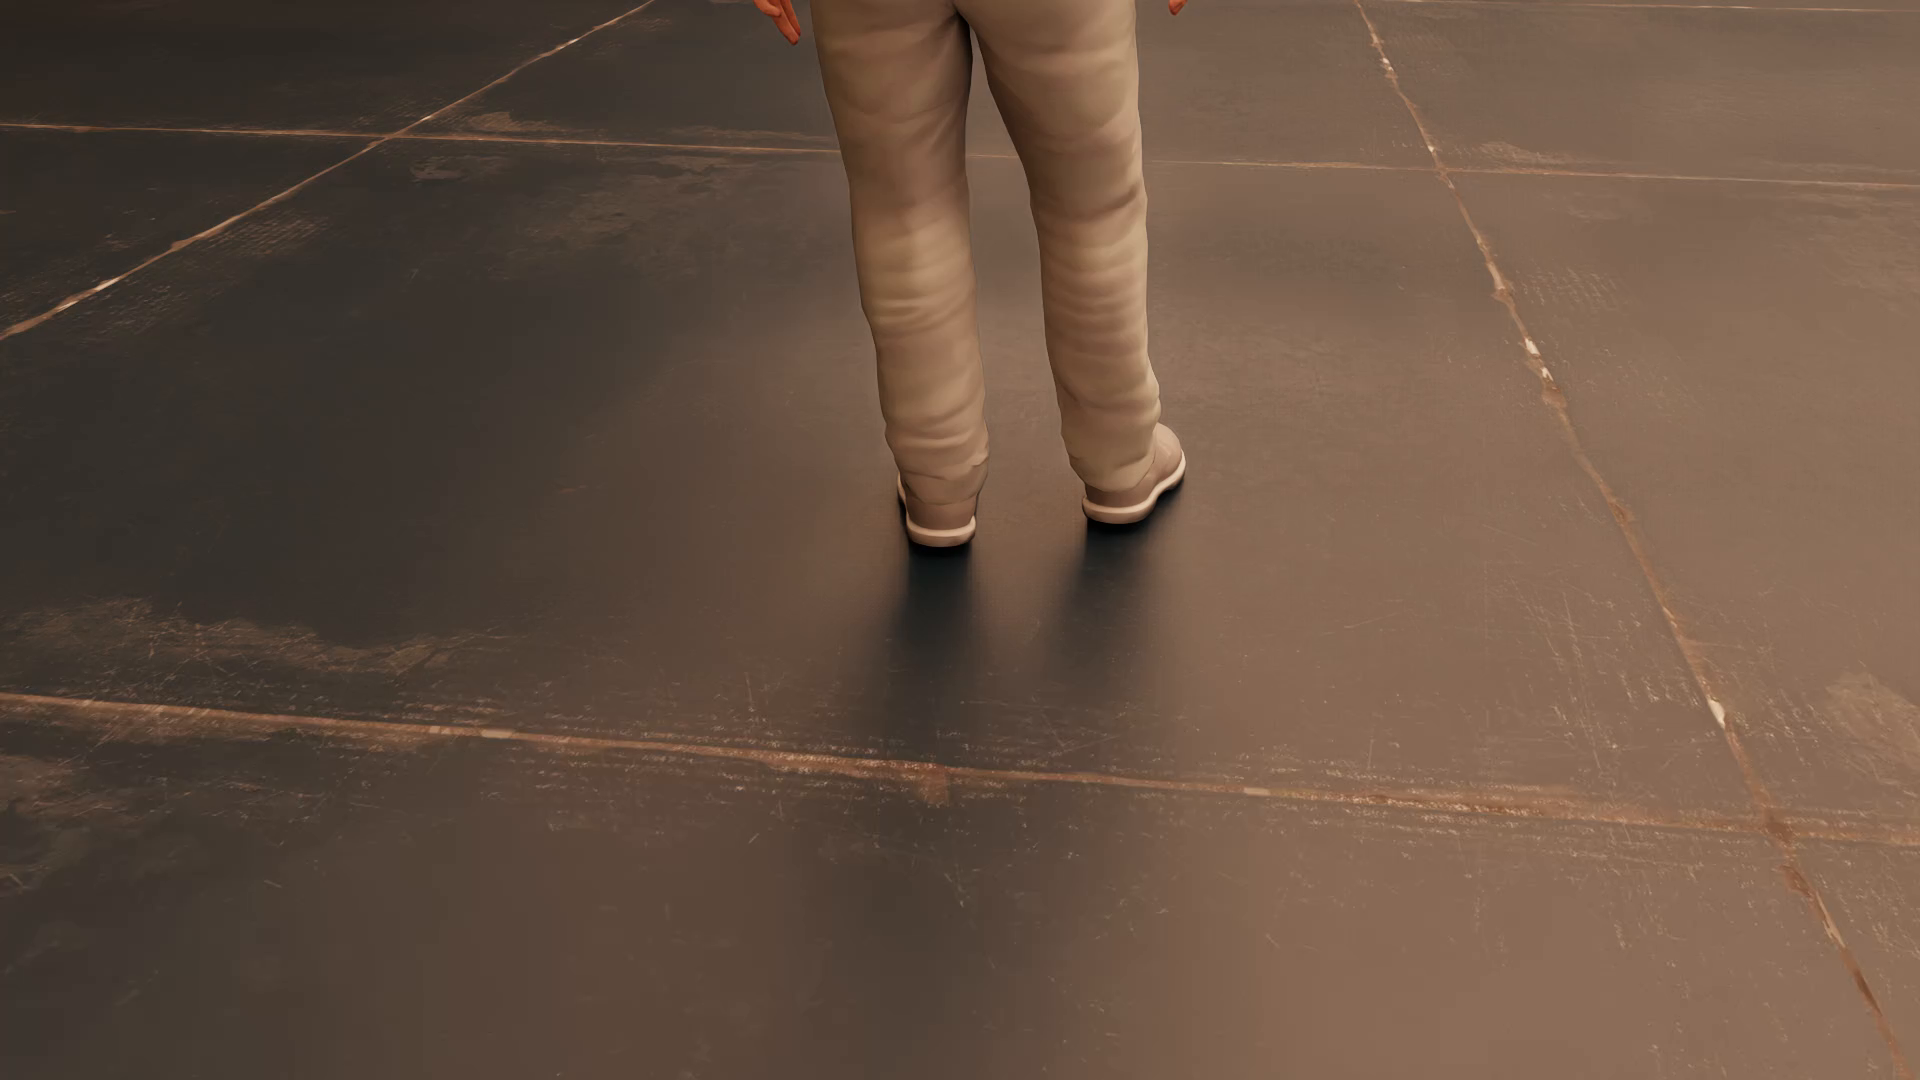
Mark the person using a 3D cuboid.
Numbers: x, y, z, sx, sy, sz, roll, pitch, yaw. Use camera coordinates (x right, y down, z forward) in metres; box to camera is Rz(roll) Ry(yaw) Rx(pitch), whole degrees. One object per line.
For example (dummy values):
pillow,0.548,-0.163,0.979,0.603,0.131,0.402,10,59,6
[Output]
person,0.022,-0.836,2.167,0.640,1.777,0.575,3,27,7
